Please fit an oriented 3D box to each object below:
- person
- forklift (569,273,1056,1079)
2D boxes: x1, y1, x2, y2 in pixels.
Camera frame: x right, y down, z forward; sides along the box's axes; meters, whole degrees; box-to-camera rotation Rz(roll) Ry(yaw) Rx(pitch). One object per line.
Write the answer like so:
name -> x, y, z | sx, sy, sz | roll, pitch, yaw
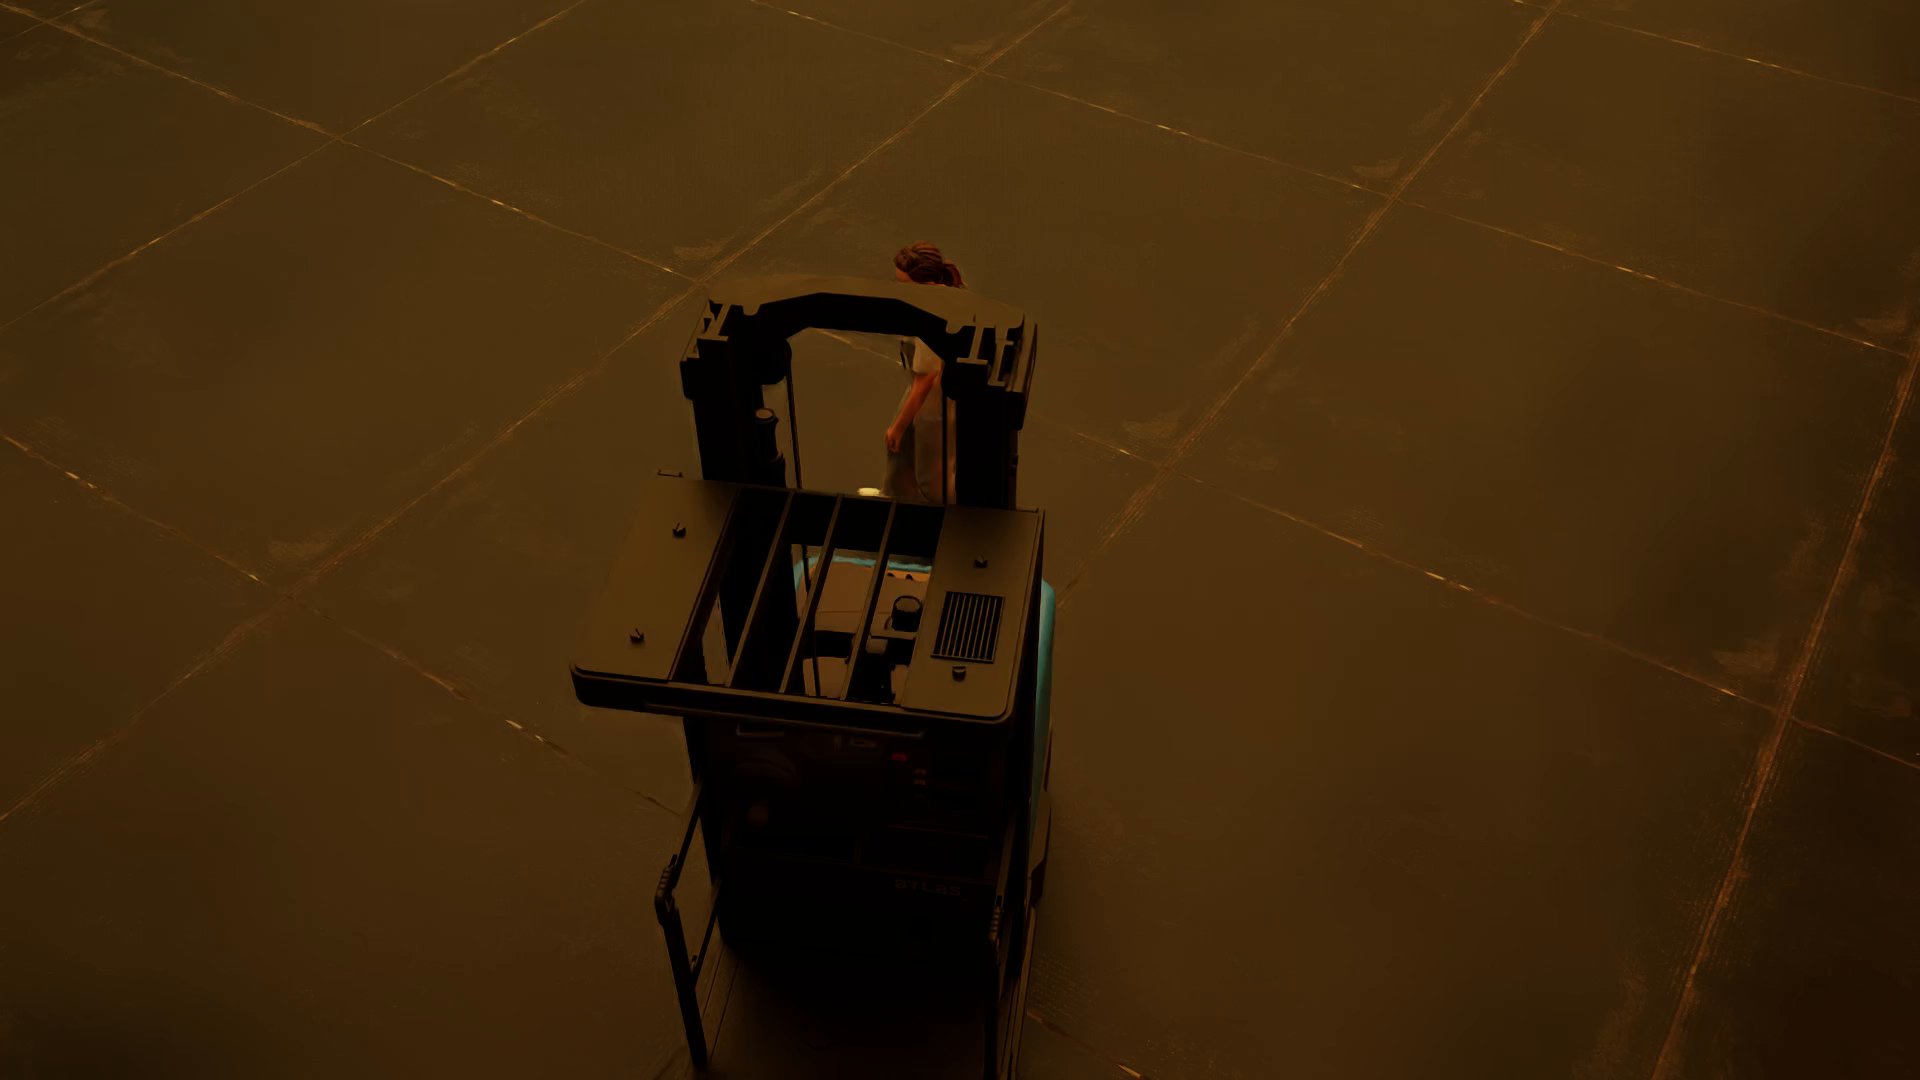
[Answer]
person -> -0.186, -0.624, 7.382 | 0.628, 1.650, 0.571 | 1, 43, 1
forklift -> -0.352, 0.812, 4.992 | 1.130, 2.935, 3.031 | 6, 44, 6
